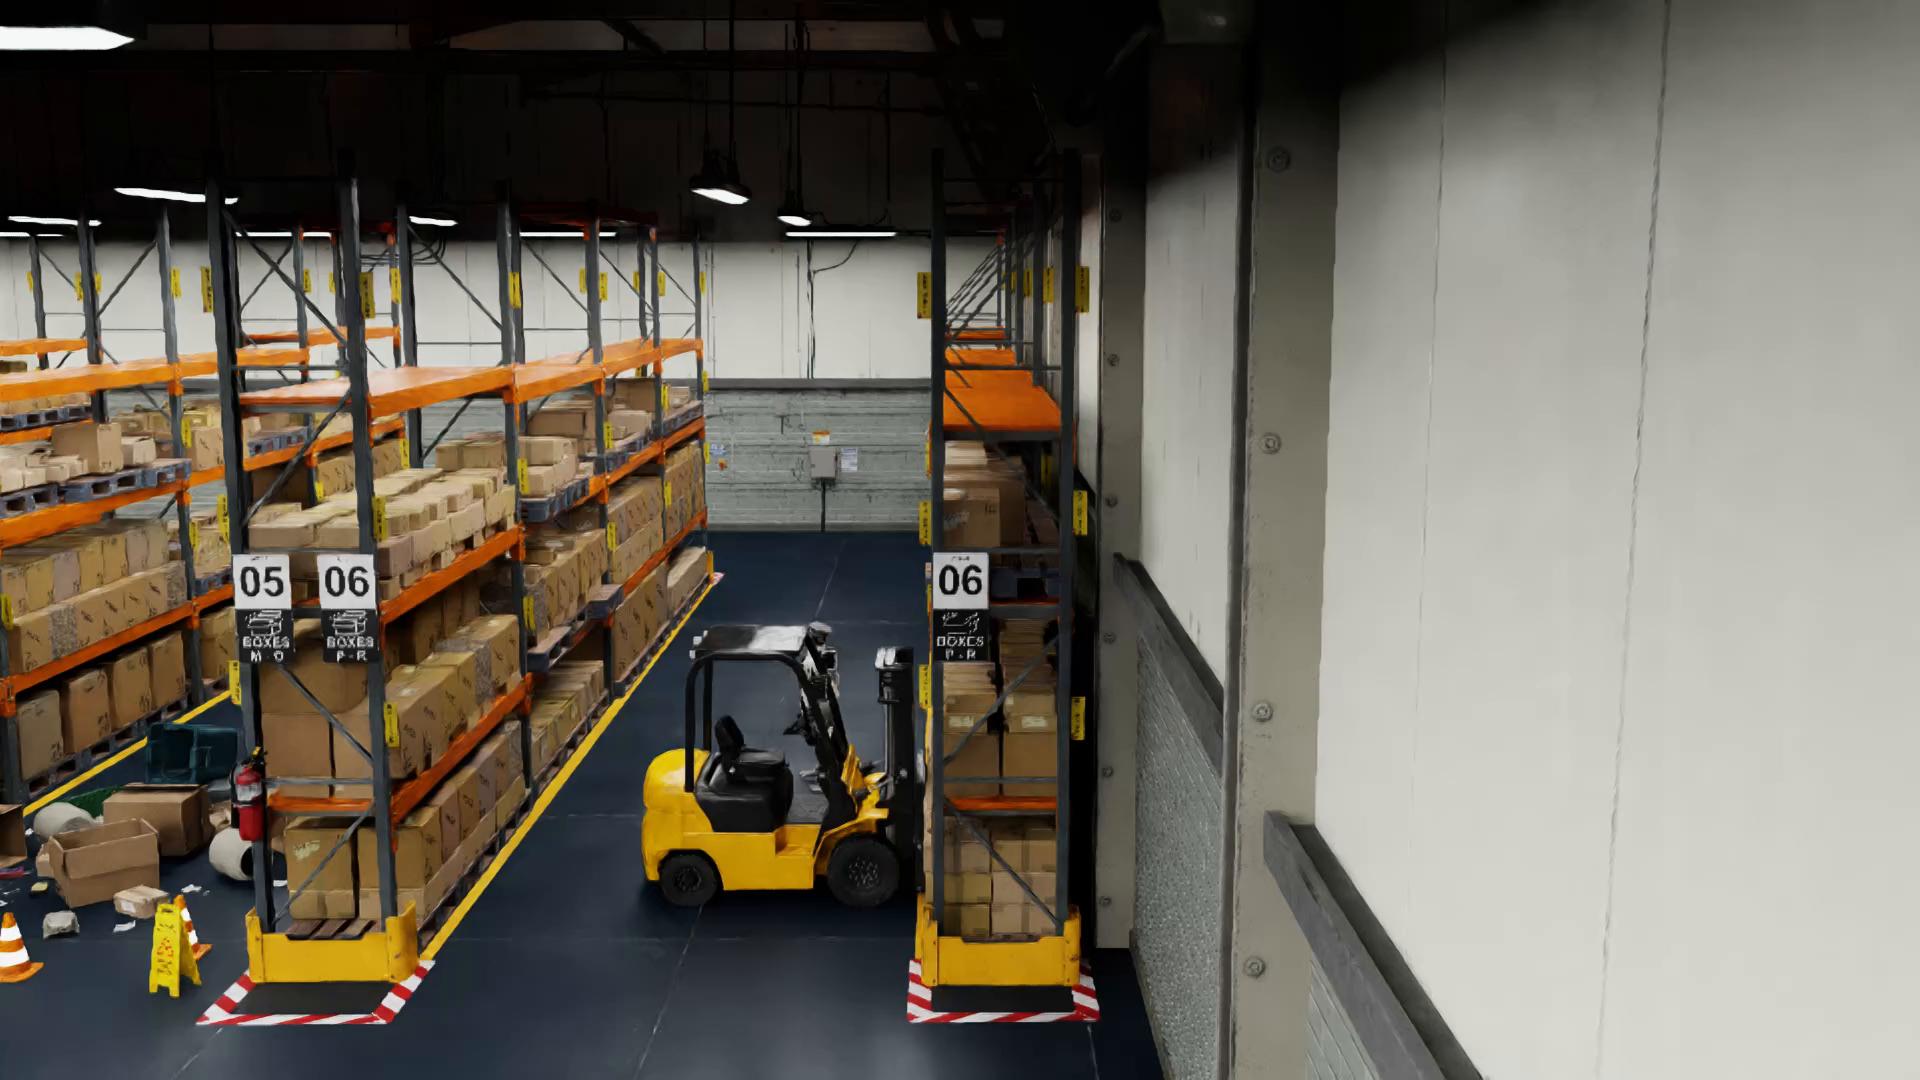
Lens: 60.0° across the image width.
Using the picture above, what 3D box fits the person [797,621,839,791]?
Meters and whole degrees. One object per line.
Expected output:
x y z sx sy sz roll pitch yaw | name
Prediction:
-1.436 1.656 16.832 0.544 1.663 0.579 4 10 26 | person
